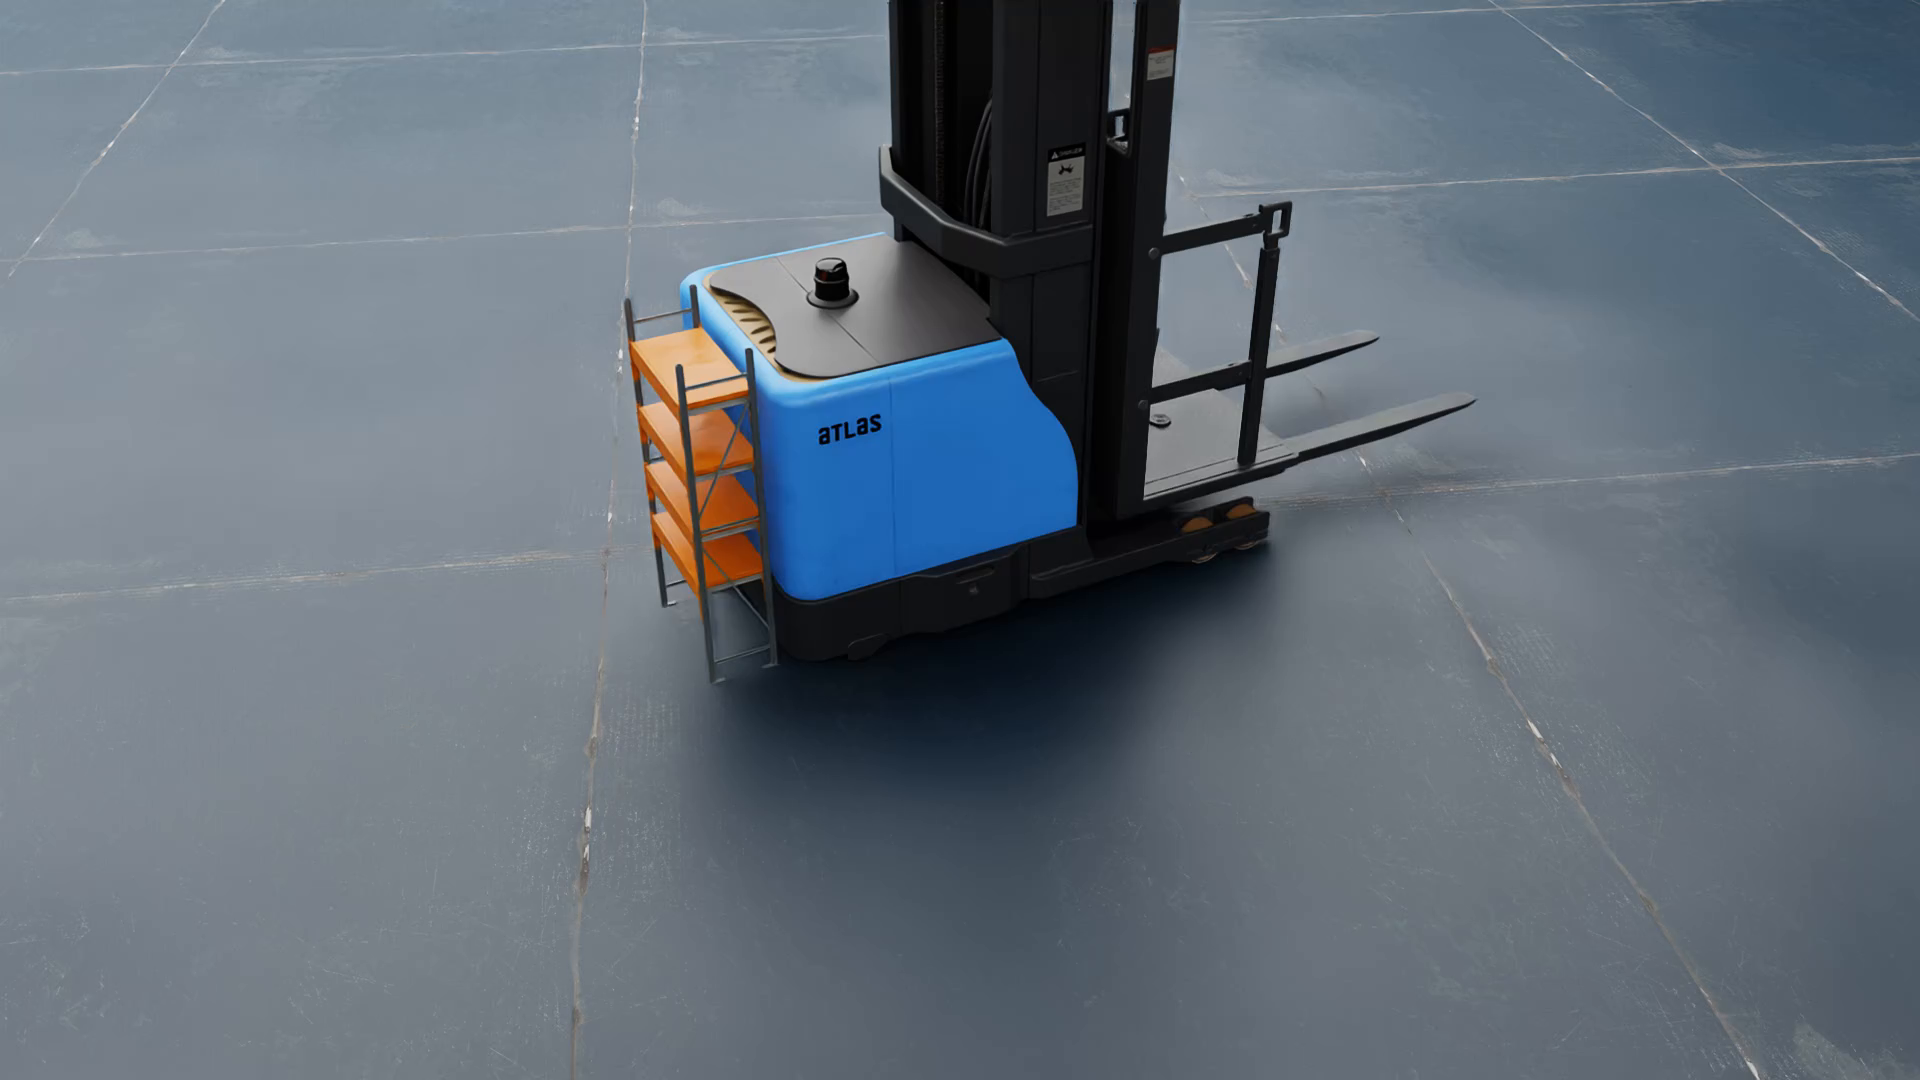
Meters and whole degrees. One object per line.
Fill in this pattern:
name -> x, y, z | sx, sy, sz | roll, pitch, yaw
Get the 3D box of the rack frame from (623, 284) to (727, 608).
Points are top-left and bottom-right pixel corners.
rack frame -> -0.951, -0.289, 5.609 | 0.240, 1.200, 0.015 | -16, 38, -22

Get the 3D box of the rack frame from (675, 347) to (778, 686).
rack frame -> -0.726, -0.045, 5.251 | 0.240, 1.200, 0.015 | -16, 38, -22

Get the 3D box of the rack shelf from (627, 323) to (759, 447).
rack shelf -> -0.838, -0.492, 5.208 | 0.258, 0.148, 0.480 | -16, 38, -22

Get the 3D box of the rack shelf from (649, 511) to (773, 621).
rack shelf -> -0.838, 0.053, 5.579 | 0.258, 0.148, 0.480 | -16, 38, -22

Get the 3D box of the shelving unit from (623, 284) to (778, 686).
shelving unit -> -0.838, -0.167, 5.430 | 0.258, 1.200, 0.503 | -16, 38, -22

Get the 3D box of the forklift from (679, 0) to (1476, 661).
forklift -> 0.578, -1.376, 5.666 | 3.031, 2.935, 1.130 | -16, 37, -22

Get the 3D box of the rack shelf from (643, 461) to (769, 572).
rack shelf -> -0.838, -0.111, 5.468 | 0.258, 0.148, 0.480 | -16, 38, -22

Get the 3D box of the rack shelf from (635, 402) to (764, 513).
rack shelf -> -0.838, -0.296, 5.342 | 0.258, 0.148, 0.480 | -16, 38, -22
